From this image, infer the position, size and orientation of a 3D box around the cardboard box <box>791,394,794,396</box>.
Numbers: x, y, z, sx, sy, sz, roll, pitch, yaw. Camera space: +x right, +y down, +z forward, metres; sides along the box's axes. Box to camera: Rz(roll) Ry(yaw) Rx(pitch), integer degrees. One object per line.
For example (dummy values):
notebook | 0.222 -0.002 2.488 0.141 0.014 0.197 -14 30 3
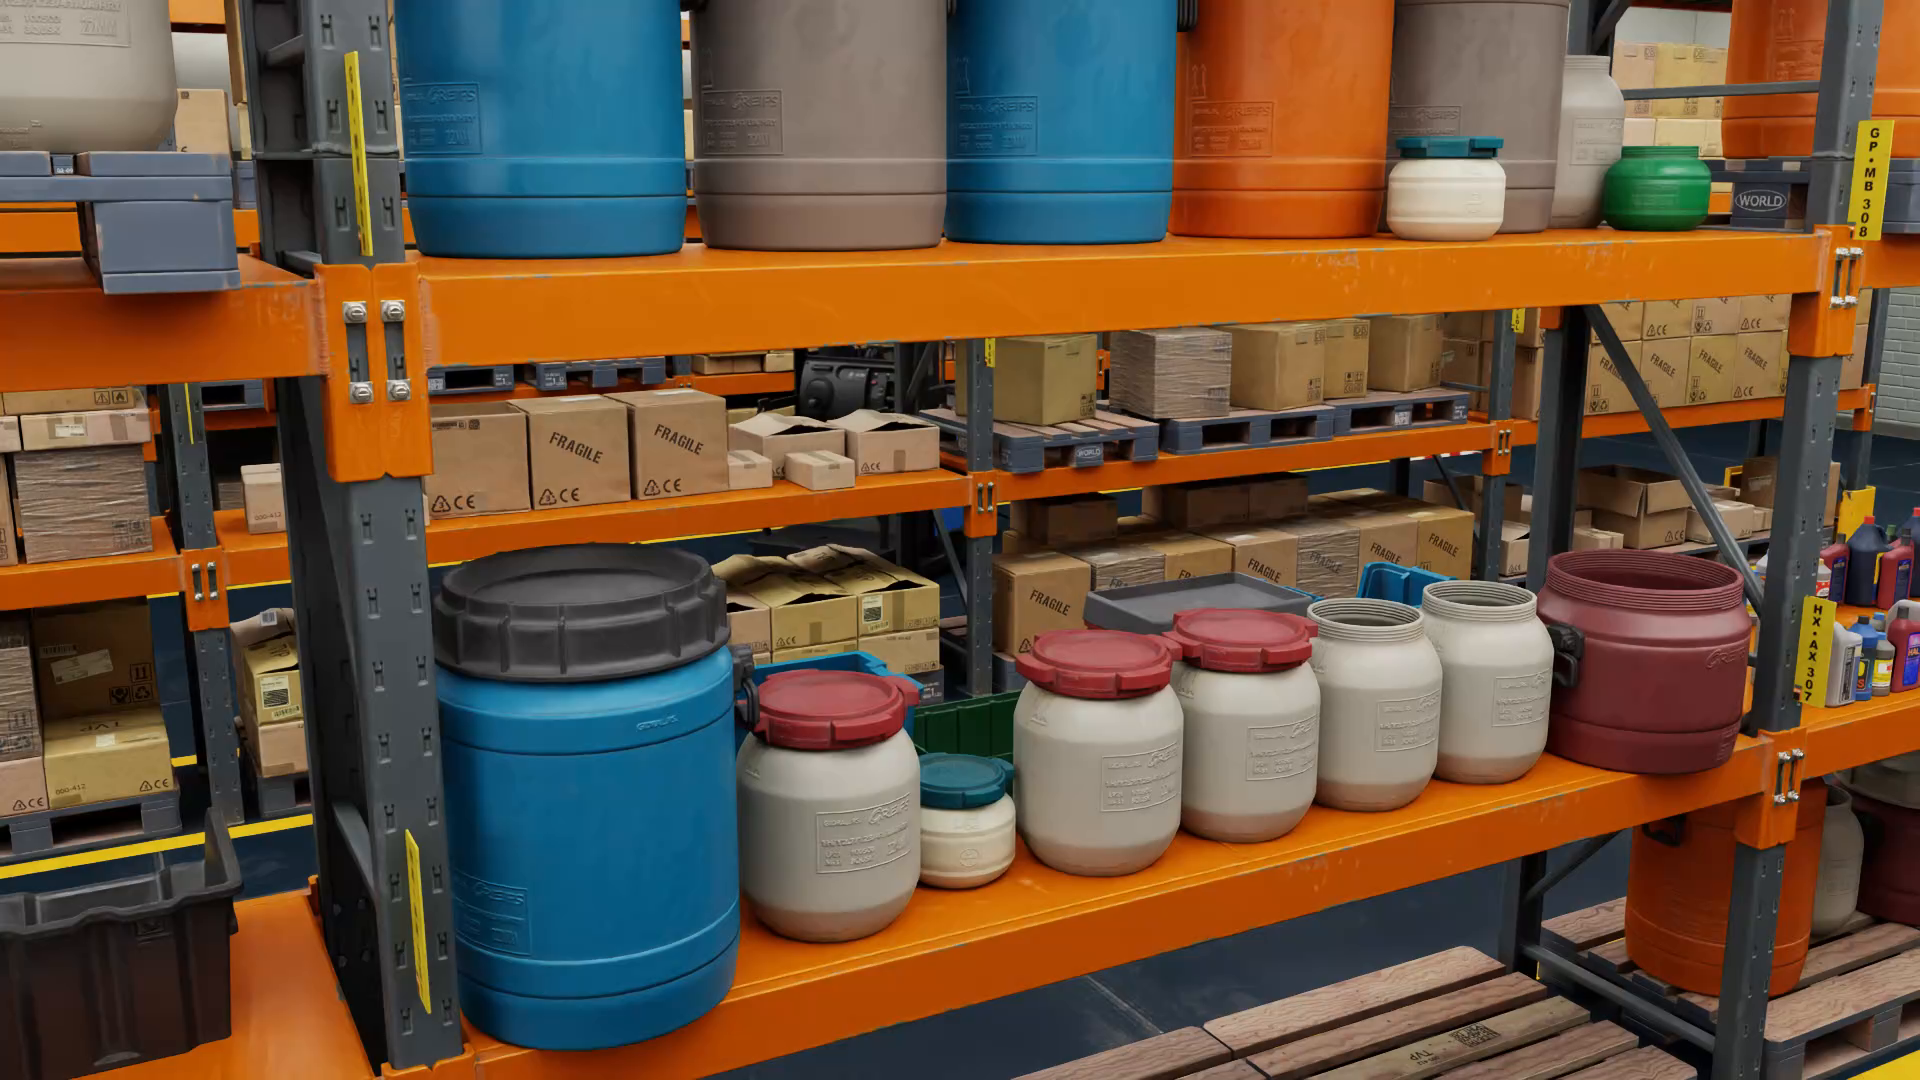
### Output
cardboard box | -1.002 -0.903 14.729 0.750 0.750 0.750 -7 14 -28

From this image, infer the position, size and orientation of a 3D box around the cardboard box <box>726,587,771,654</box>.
cardboard box | -1.344 0.425 8.919 0.500 0.311 0.500 -7 14 -28

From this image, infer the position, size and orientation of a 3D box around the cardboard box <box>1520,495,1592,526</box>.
cardboard box | 4.428 -0.167 12.640 0.500 0.311 0.500 -7 14 -28

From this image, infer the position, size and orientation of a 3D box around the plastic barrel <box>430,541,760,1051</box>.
plastic barrel | -0.762 0.500 3.416 0.708 0.901 0.600 -7 14 -28

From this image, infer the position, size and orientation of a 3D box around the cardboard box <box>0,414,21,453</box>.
cardboard box | -4.199 -0.470 7.162 0.250 0.149 0.380 -7 15 -30

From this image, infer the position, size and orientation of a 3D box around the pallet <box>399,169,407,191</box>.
pallet | -4.491 -2.709 12.409 1.003 0.211 1.213 -7 14 -28

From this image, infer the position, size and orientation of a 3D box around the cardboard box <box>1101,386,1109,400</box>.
cardboard box | 1.512 -1.408 16.294 0.250 0.149 0.380 -7 14 -28

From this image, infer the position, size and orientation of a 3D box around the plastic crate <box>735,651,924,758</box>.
plastic crate | -0.427 0.558 4.334 0.575 0.384 0.392 -7 14 -28

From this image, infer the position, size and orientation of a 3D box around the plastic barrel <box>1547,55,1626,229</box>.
plastic barrel | 1.846 -1.239 5.195 0.421 0.512 0.421 0 13 0

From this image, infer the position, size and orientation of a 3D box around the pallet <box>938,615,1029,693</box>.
pallet | 0.568 0.640 10.286 1.213 0.211 1.003 -7 14 -28

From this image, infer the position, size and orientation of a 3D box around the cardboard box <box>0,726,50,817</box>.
cardboard box | -4.362 1.050 7.420 0.500 0.250 0.500 -7 14 -28

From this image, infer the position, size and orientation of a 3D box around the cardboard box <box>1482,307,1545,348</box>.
cardboard box | 3.954 -1.602 11.391 0.500 0.500 0.500 -6 14 -26

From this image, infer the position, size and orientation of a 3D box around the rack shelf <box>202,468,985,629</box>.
rack shelf | -1.861 -0.088 8.807 4.000 0.370 1.077 -7 14 -28

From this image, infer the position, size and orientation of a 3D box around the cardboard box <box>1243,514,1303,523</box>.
cardboard box | 1.959 0.048 11.256 0.500 0.500 0.500 -7 14 -27

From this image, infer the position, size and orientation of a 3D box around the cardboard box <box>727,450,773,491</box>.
cardboard box | -1.197 -0.382 9.046 0.250 0.149 0.380 -6 14 -24

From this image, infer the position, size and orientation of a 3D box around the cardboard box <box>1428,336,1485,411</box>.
cardboard box | 3.722 -1.221 11.975 0.500 0.500 0.500 -7 14 -27

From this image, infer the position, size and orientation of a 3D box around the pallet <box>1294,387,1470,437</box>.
pallet | 2.652 -0.914 11.274 1.213 0.211 1.003 -7 14 -28

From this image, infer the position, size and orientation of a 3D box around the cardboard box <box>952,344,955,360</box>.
cardboard box | -0.041 -1.720 14.946 0.250 0.149 0.380 -7 14 -28

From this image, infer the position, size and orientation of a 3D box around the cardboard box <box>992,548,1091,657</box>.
cardboard box | 0.431 0.363 9.857 0.500 0.500 0.500 -6 14 -25

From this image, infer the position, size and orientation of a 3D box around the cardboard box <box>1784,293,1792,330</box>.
cardboard box | 6.215 -1.875 12.602 0.500 0.500 0.500 -6 14 -26

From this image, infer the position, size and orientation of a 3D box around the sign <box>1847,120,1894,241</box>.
sign | 2.535 -1.002 4.634 0.005 0.325 0.100 -7 14 -28

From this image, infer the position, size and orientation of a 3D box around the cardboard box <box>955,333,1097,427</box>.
cardboard box | 0.394 -0.991 9.997 0.700 0.500 0.500 11 17 41

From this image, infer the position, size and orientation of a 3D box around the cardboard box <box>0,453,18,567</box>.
cardboard box | -4.462 -0.173 7.317 0.500 0.500 0.700 -7 14 -28

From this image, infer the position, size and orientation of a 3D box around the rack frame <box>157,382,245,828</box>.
rack frame | -3.616 -0.229 7.793 0.127 3.000 1.000 -7 14 -28

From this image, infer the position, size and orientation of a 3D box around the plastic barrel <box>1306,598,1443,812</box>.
plastic barrel | 1.095 0.445 4.547 0.421 0.512 0.421 0 13 0

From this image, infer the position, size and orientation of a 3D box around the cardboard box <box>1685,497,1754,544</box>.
cardboard box | 5.709 -0.165 12.773 0.500 0.250 0.500 -7 14 -28

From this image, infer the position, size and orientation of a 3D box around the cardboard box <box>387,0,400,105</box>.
cardboard box | -2.567 -2.311 7.892 0.500 0.500 0.500 -5 14 -22

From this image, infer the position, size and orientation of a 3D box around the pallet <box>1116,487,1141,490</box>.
pallet | 1.734 -0.729 16.368 1.213 0.211 1.003 -7 14 -28

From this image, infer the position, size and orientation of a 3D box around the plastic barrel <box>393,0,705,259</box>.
plastic barrel | -0.904 -1.077 3.589 0.708 0.901 0.600 -7 14 -28

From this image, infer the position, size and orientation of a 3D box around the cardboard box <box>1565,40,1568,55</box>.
cardboard box | 3.814 -3.129 11.343 0.500 0.500 0.700 -7 14 -28

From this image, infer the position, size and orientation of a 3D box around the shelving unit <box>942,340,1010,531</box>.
shelving unit | 0.168 -1.053 13.505 0.503 2.100 0.431 -7 15 -29

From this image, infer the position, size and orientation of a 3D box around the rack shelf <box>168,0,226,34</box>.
rack shelf | -4.237 -3.774 12.433 4.000 0.370 1.077 -7 14 -28

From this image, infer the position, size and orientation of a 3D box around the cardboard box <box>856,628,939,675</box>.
cardboard box | -0.450 0.589 9.464 0.500 0.250 0.500 -6 14 -27

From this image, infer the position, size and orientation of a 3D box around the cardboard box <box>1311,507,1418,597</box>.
cardboard box | 2.672 0.092 11.059 0.500 0.500 0.500 -7 14 -28

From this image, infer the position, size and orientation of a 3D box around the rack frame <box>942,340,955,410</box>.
rack frame | -0.044 -1.026 13.388 0.015 2.100 0.400 -7 15 -29

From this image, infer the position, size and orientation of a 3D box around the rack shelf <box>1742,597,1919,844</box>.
rack shelf | 4.020 0.446 6.434 4.000 0.370 1.077 -7 14 -28

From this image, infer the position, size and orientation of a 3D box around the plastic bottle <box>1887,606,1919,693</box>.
plastic bottle | 3.110 0.353 5.472 0.133 0.283 0.061 -7 14 -28

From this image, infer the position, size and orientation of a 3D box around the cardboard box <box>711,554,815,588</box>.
cardboard box | -1.163 0.269 9.611 0.500 0.311 0.500 -7 15 -29

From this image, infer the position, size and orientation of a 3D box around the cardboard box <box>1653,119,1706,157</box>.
cardboard box | 4.834 -2.811 11.639 0.500 0.250 0.500 -7 14 -28

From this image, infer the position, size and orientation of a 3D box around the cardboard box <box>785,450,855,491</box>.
cardboard box | -0.762 -0.379 9.034 0.250 0.149 0.380 -7 14 -28

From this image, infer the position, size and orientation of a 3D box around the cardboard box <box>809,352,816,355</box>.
cardboard box | -1.421 -1.568 14.269 0.250 0.149 0.380 -7 14 -28

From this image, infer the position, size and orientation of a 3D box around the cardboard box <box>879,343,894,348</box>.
cardboard box | -0.579 -1.971 14.583 0.500 0.500 0.500 -6 14 -26

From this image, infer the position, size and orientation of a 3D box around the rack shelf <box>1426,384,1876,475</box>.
rack shelf | 5.161 -0.930 12.547 4.000 0.370 1.077 -7 14 -28

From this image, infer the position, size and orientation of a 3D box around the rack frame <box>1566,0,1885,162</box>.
rack frame | 2.265 -2.621 4.761 0.127 3.000 1.000 -7 14 -28

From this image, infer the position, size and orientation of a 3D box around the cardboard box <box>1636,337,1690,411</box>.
cardboard box | 4.872 -1.227 12.001 0.500 0.500 0.500 -7 14 -28

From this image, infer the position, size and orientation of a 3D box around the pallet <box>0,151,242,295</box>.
pallet | -1.832 -0.550 2.820 1.003 0.211 1.213 -7 14 -28

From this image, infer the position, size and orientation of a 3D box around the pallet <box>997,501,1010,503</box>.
pallet | 0.388 -0.568 15.654 1.213 0.211 1.003 -7 14 -28

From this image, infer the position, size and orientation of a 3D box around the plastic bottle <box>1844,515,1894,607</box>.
plastic bottle | 3.579 0.076 6.552 0.185 0.351 0.144 -7 14 -28

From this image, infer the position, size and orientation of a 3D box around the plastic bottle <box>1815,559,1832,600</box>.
plastic bottle | 3.326 0.173 6.461 0.097 0.201 0.097 0 13 0

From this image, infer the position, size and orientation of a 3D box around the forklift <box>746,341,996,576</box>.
forklift | -0.846 -1.115 11.889 1.130 2.935 3.031 7 14 27

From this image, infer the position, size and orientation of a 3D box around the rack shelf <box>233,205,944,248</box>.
rack shelf | -1.861 -1.551 8.478 4.000 0.370 1.077 -7 14 -28
